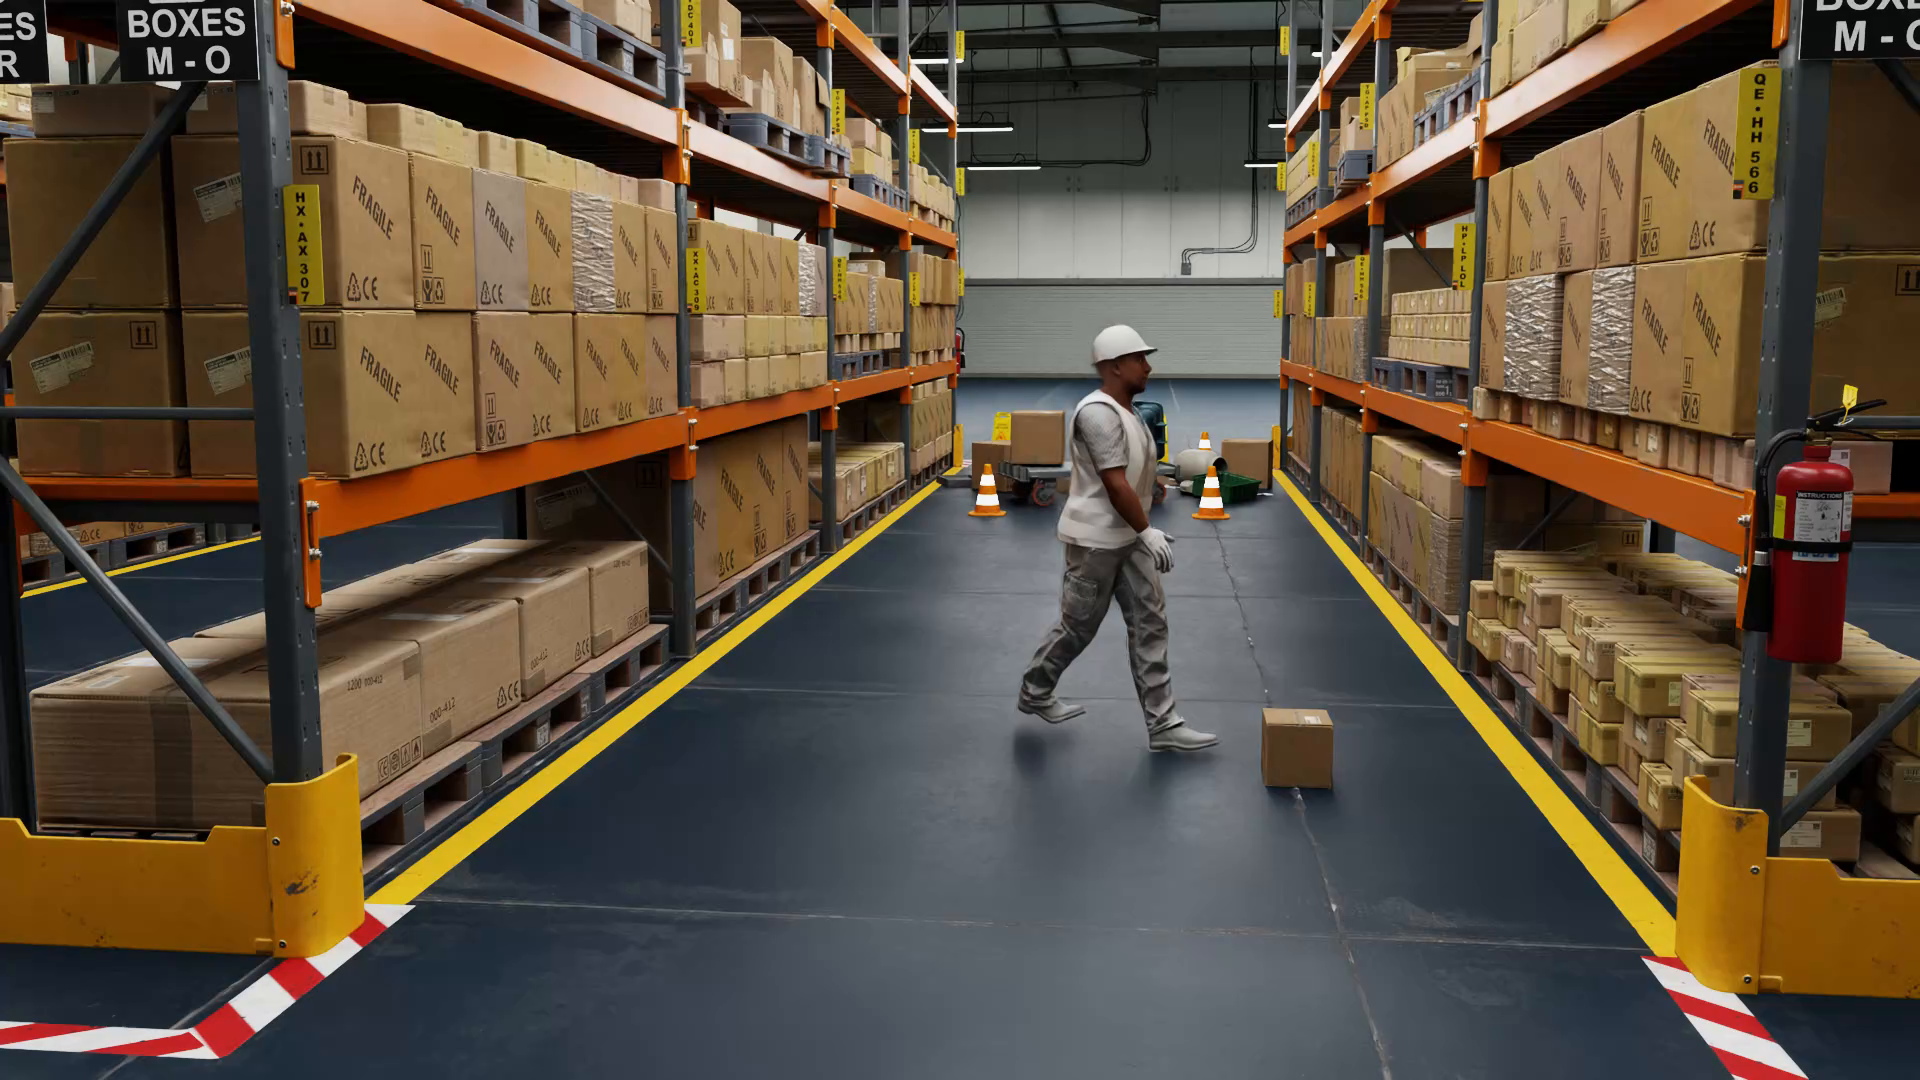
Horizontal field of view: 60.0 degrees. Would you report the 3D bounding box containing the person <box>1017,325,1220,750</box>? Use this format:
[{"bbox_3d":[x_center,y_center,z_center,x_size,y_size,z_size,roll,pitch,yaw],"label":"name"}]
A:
[{"bbox_3d":[0.626,-0.010,6.867,0.974,1.741,0.532,5,9,35],"label":"person"}]
